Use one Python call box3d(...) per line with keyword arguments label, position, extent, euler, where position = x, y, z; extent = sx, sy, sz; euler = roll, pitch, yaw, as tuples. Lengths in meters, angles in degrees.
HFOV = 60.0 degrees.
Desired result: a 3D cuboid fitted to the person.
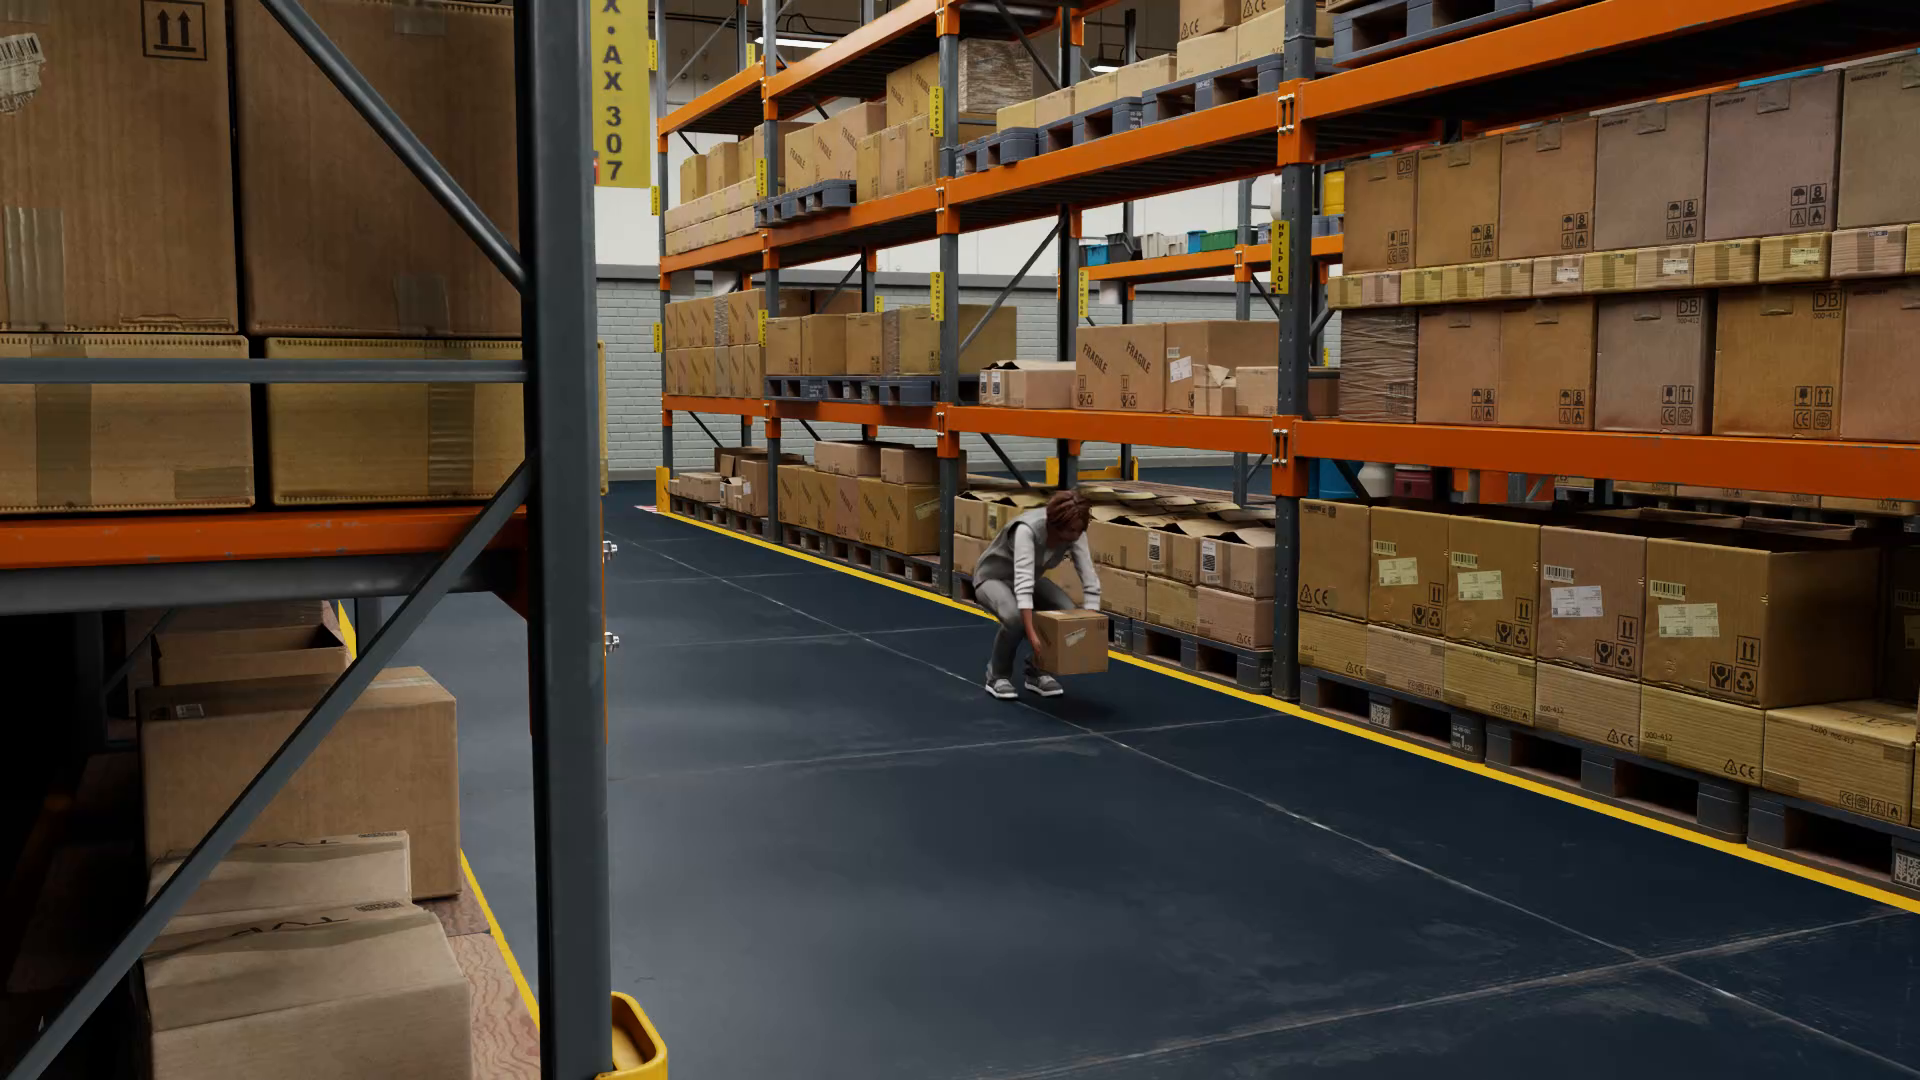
box3d(label="person", position=(0.356, 0.254, 7.778), extent=(0.453, 0.984, 0.765), euler=(-3, 6, -25))
